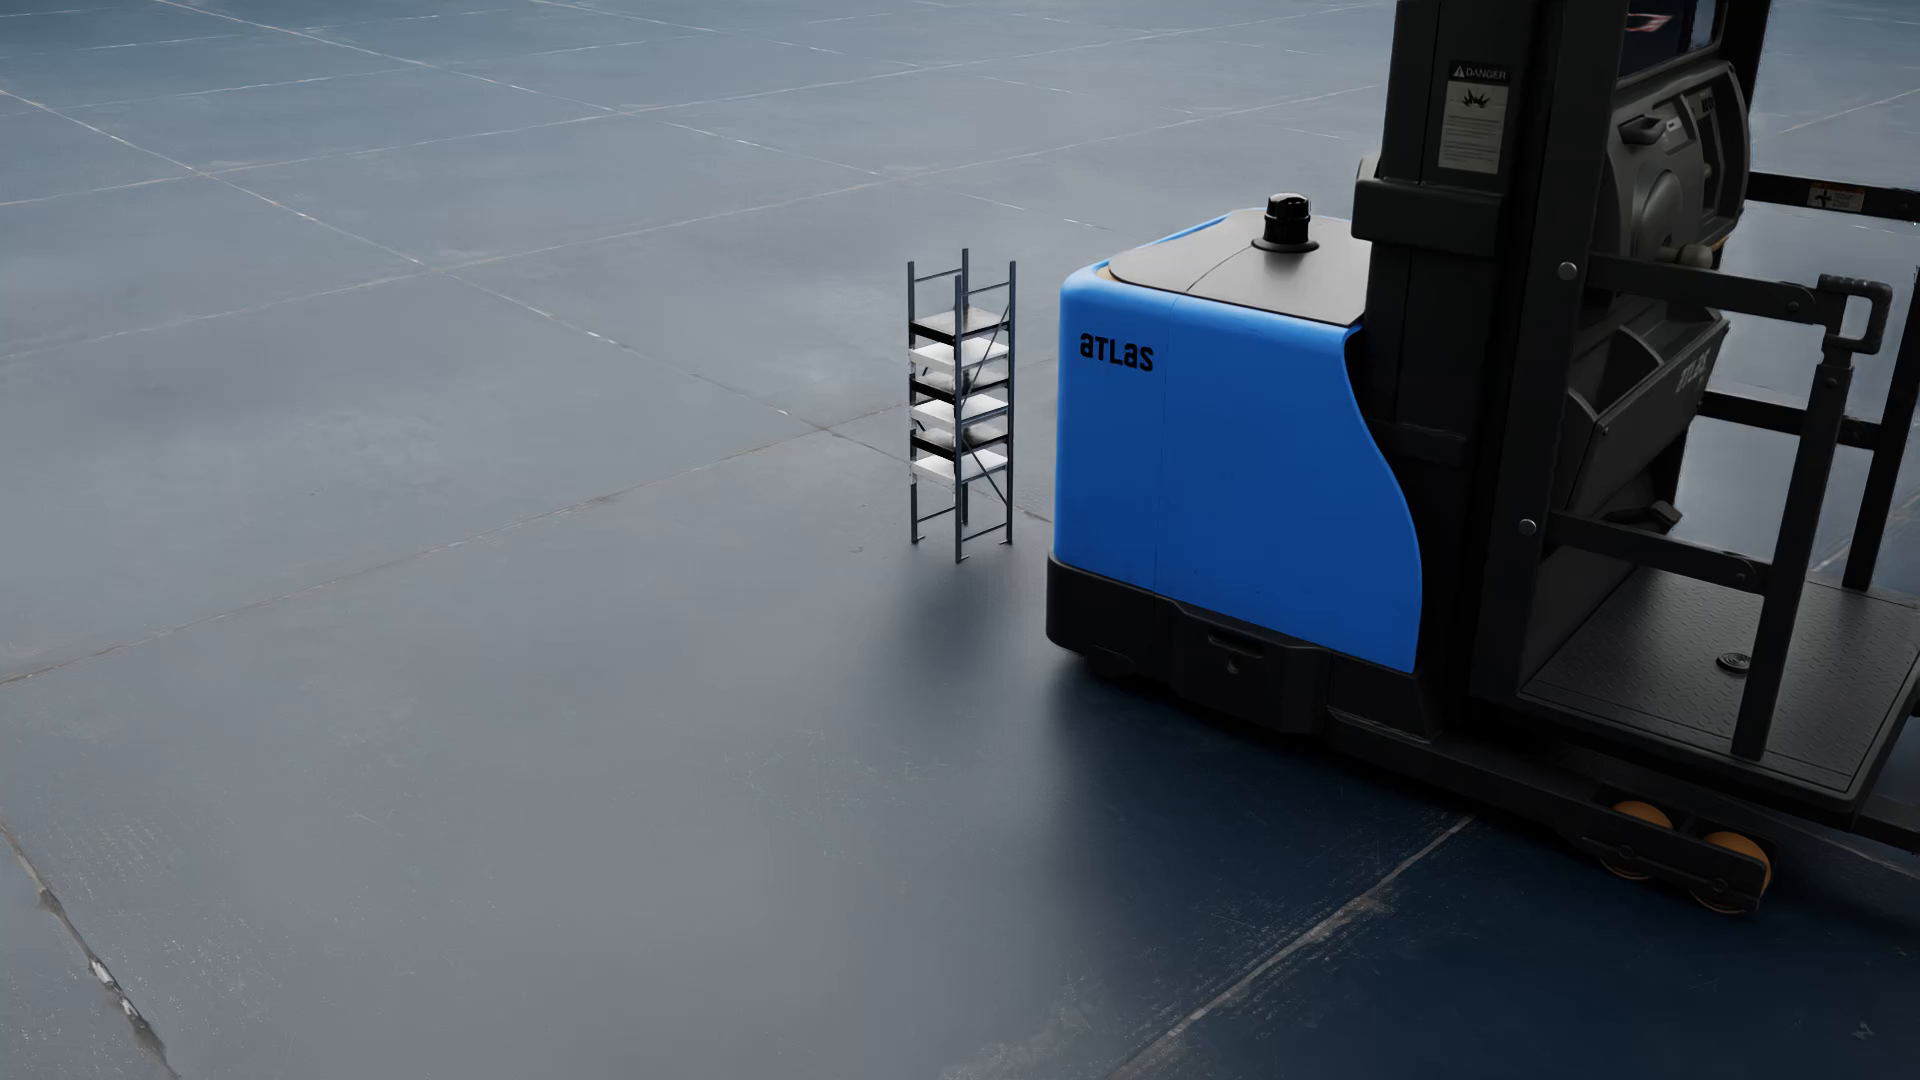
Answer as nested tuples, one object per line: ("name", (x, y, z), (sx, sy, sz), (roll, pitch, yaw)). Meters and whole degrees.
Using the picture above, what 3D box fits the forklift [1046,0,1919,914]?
("forklift", (1.708, -0.794, 3.458), (3.031, 2.935, 1.130), (18, 30, 34))

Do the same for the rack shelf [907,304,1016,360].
("rack shelf", (0.006, -0.622, 4.960), (0.258, 0.077, 0.200), (-21, 32, -38))

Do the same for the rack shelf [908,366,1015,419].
("rack shelf", (0.006, -0.459, 5.034), (0.258, 0.077, 0.200), (-21, 32, -38))

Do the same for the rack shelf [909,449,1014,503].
("rack shelf", (0.006, -0.213, 5.146), (0.258, 0.077, 0.200), (-21, 32, -38))

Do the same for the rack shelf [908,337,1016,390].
("rack shelf", (0.006, -0.540, 4.997), (0.258, 0.077, 0.200), (-21, 32, -38))

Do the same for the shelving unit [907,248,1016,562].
("shelving unit", (0.006, -0.407, 5.058), (0.258, 0.900, 0.210), (-21, 32, -38))

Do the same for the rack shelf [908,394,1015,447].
("rack shelf", (0.006, -0.377, 5.072), (0.258, 0.077, 0.200), (-21, 32, -38))

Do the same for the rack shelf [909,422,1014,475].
("rack shelf", (0.006, -0.295, 5.109), (0.258, 0.077, 0.200), (-21, 32, -38))

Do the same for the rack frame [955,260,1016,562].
("rack frame", (0.075, -0.376, 4.990), (0.240, 0.900, 0.006), (-21, 32, -38))

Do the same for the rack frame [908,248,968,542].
("rack frame", (-0.064, -0.438, 5.125), (0.240, 0.900, 0.006), (-21, 32, -38))
